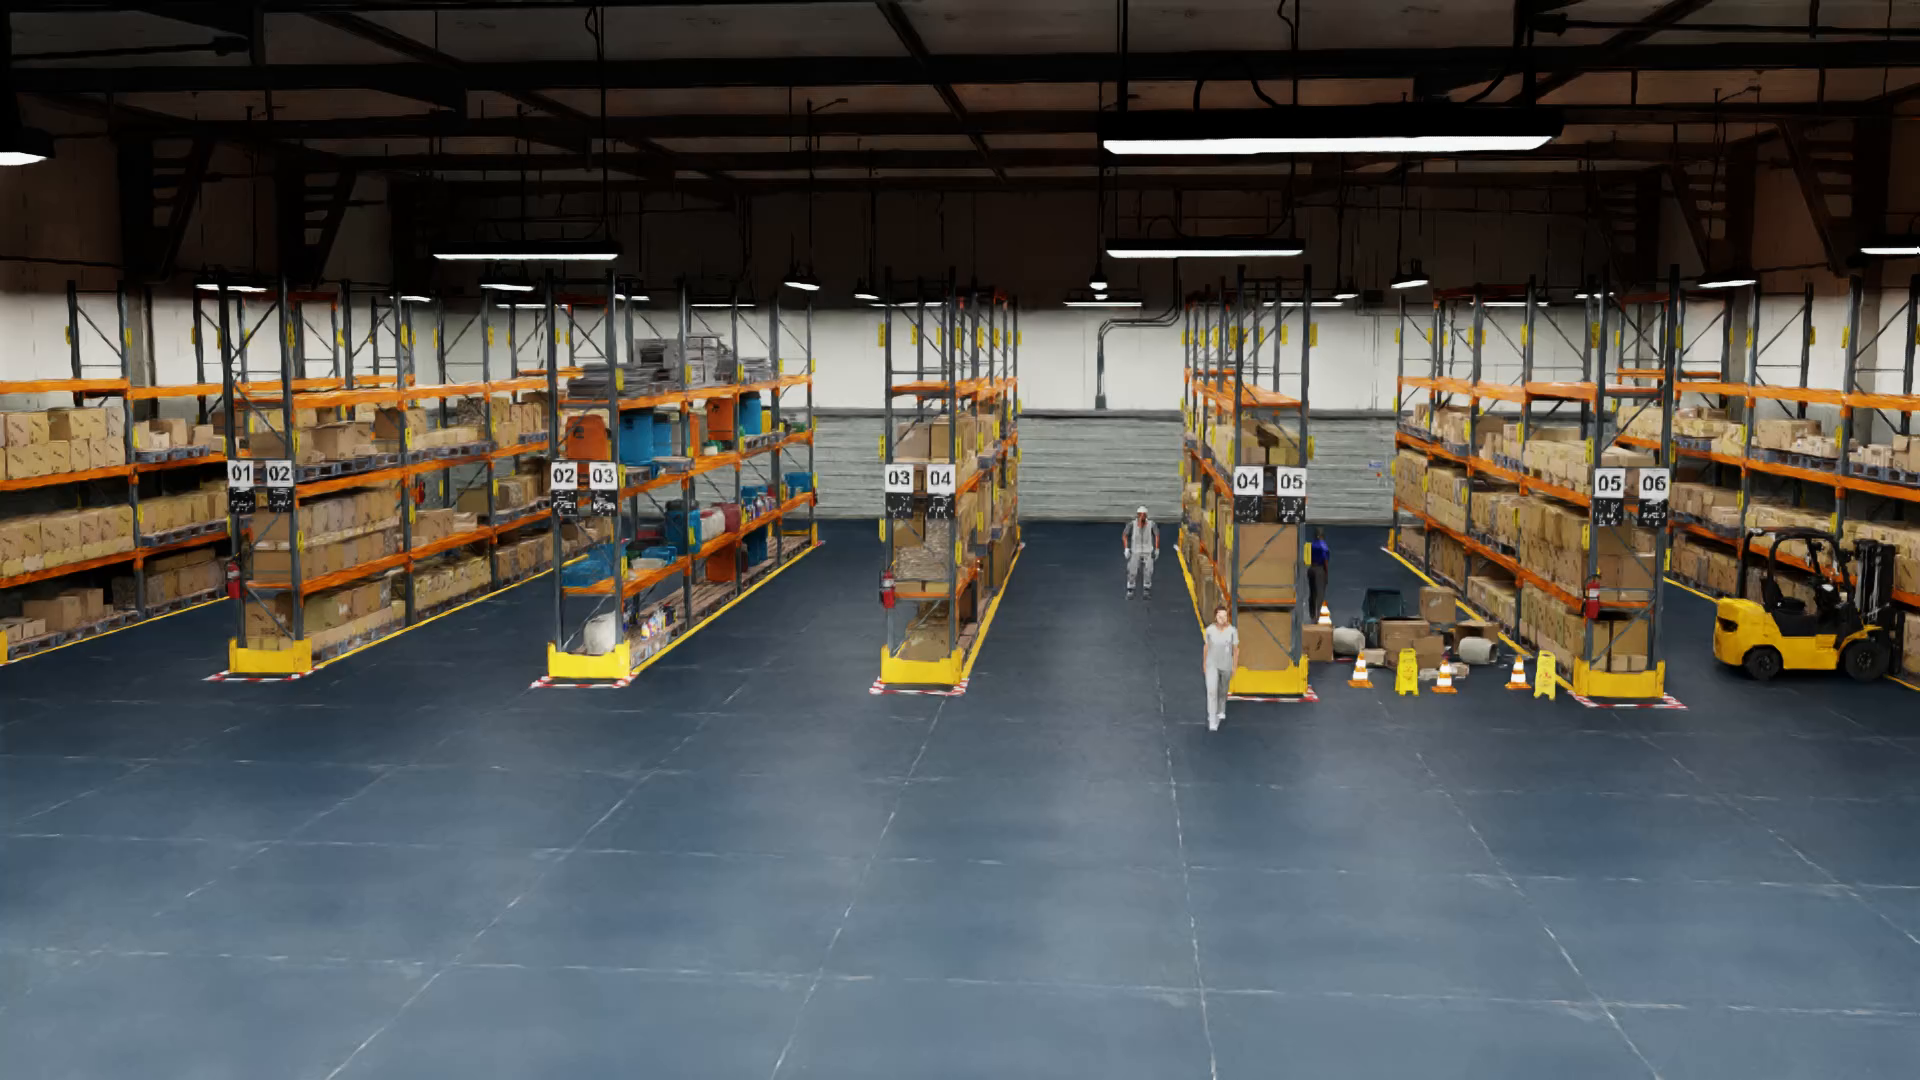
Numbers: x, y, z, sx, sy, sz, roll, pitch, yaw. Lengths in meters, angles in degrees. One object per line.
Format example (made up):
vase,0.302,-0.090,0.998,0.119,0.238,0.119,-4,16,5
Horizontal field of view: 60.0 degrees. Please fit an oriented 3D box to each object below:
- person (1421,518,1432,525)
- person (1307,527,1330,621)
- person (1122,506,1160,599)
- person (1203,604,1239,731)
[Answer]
person,11.723,-0.947,41.711,0.457,1.760,0.714,-4,8,-29
person,6.374,0.602,29.455,0.414,1.655,0.507,-3,8,-25
person,3.255,0.226,29.967,0.663,1.724,0.549,0,7,4
person,3.360,1.608,21.380,0.445,1.591,1.110,0,7,3
